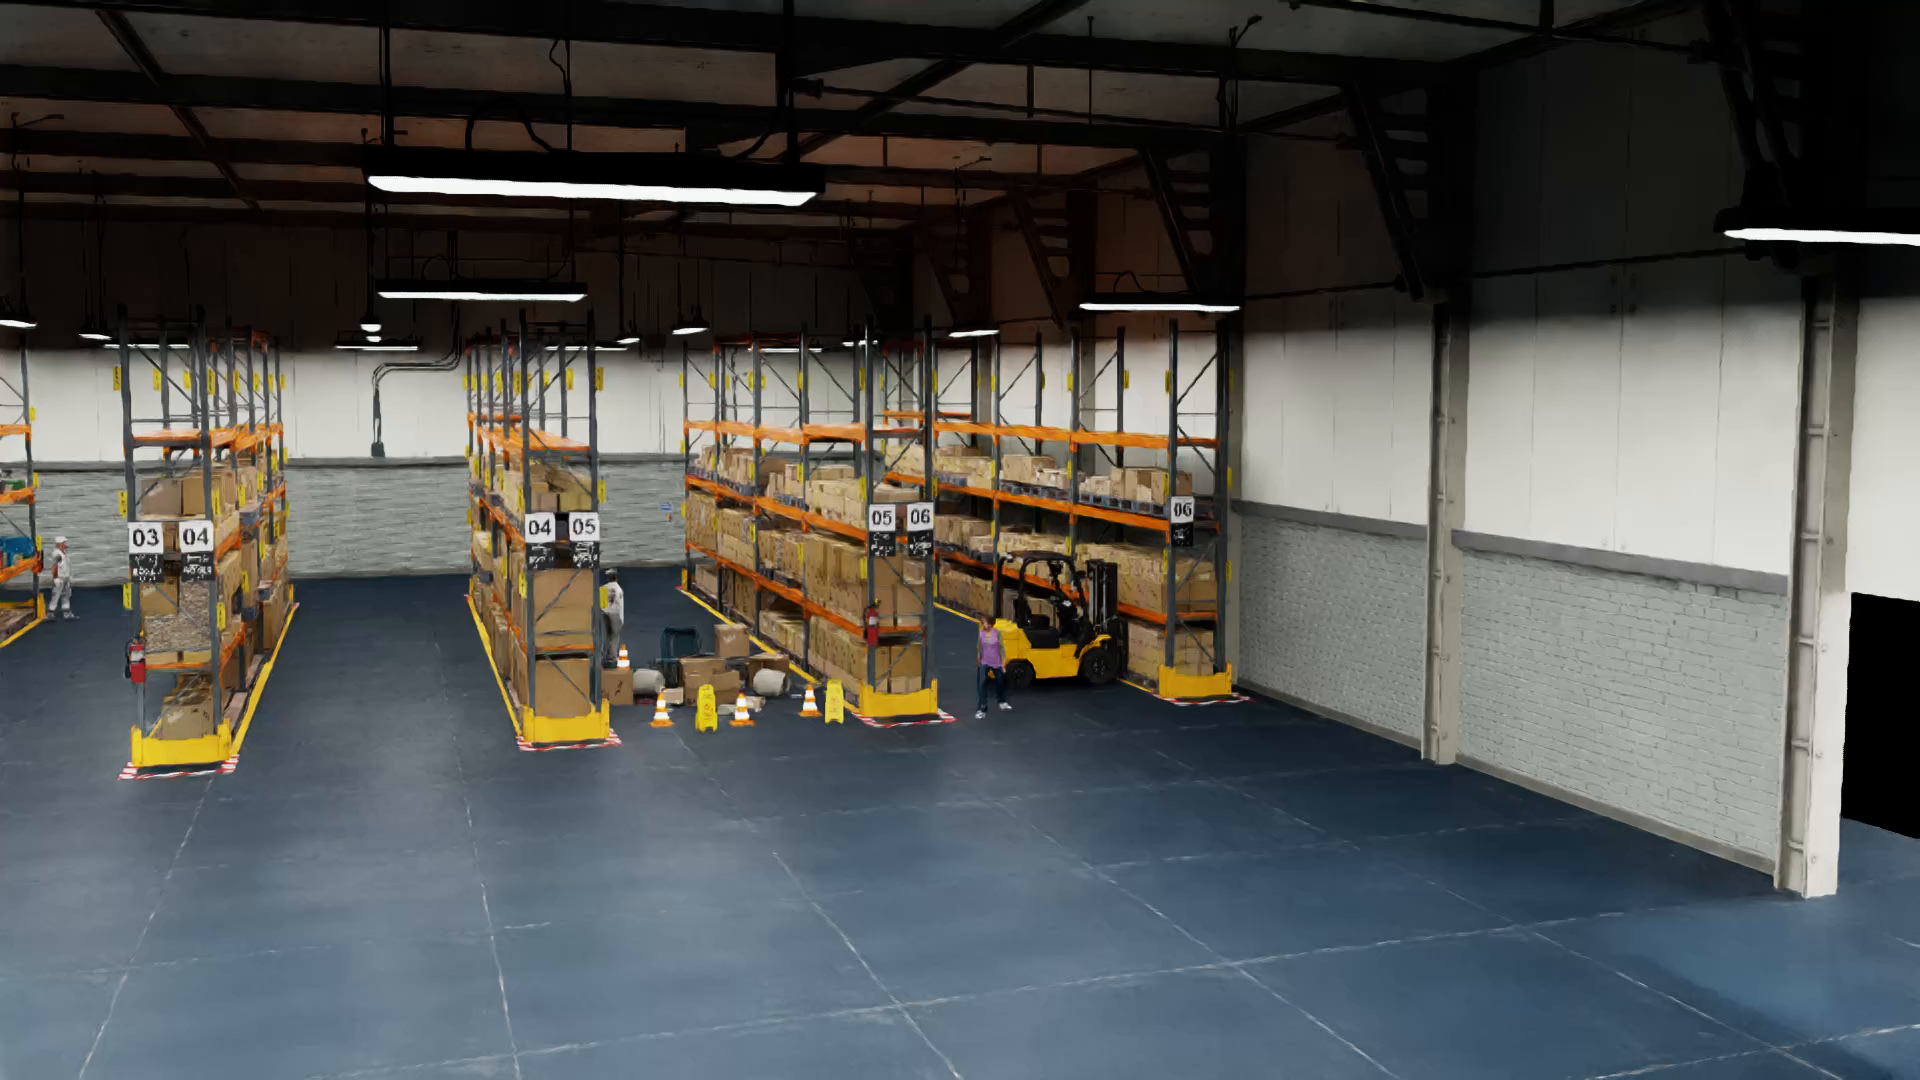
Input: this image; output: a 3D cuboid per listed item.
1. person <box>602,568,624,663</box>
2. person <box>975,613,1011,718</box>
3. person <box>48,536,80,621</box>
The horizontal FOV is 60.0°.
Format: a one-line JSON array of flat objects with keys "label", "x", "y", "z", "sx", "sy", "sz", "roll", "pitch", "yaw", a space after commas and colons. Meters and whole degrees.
[{"label": "person", "x": -6.157, "y": 1.345, "z": 29.666, "sx": 0.538, "sy": 1.680, "sz": 0.408, "roll": 5, "pitch": 7, "yaw": 41}, {"label": "person", "x": 0.502, "y": 1.860, "z": 24.980, "sx": 0.510, "sy": 1.552, "sz": 0.844, "roll": 1, "pitch": 5, "yaw": 6}, {"label": "person", "x": -18.843, "y": 0.805, "z": 34.851, "sx": 0.501, "sy": 1.791, "sz": 0.647, "roll": -1, "pitch": 5, "yaw": -7}]
